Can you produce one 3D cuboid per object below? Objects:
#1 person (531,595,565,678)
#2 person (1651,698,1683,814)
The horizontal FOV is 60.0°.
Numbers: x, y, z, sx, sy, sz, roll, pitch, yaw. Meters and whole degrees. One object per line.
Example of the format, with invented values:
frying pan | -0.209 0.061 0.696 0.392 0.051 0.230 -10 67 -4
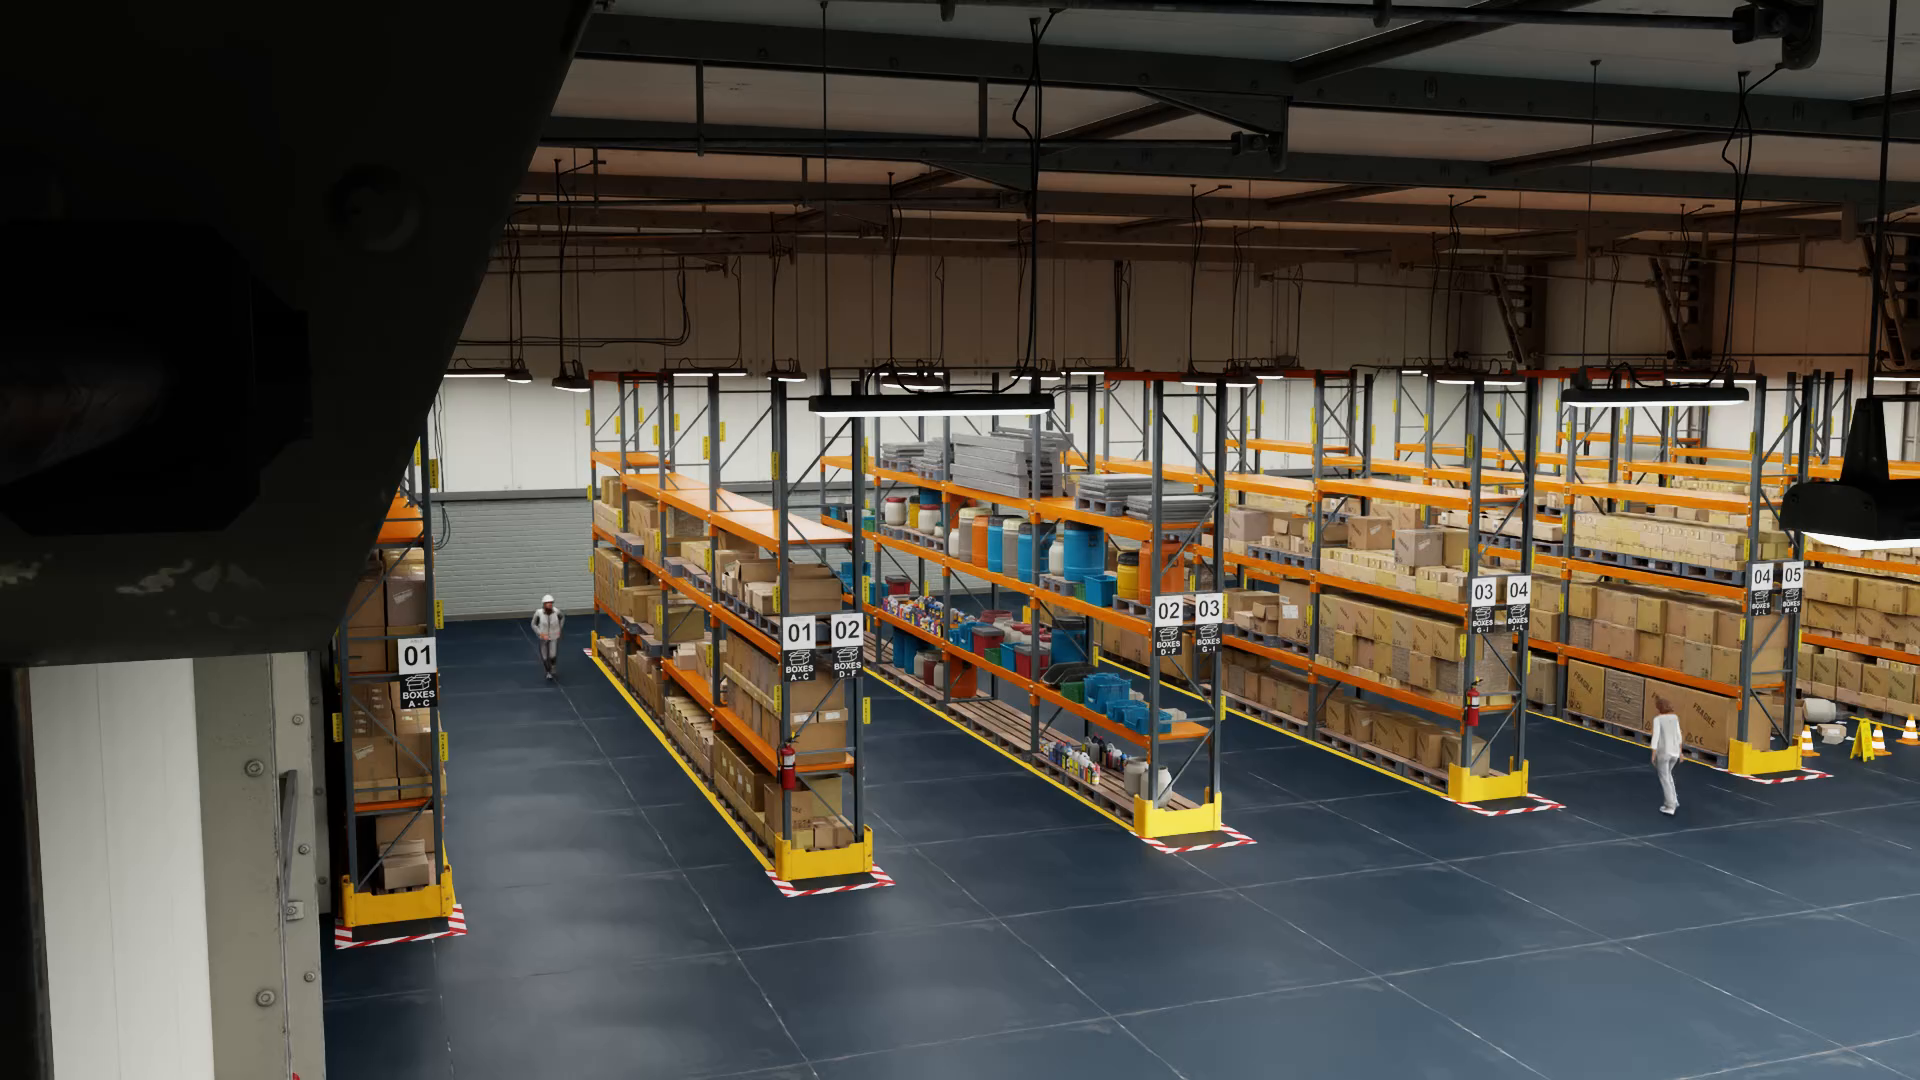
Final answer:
person | -8.017 1.882 32.403 0.618 1.683 0.727 -1 6 -8
person | 9.763 2.971 22.969 0.445 1.584 0.468 -1 6 -10
